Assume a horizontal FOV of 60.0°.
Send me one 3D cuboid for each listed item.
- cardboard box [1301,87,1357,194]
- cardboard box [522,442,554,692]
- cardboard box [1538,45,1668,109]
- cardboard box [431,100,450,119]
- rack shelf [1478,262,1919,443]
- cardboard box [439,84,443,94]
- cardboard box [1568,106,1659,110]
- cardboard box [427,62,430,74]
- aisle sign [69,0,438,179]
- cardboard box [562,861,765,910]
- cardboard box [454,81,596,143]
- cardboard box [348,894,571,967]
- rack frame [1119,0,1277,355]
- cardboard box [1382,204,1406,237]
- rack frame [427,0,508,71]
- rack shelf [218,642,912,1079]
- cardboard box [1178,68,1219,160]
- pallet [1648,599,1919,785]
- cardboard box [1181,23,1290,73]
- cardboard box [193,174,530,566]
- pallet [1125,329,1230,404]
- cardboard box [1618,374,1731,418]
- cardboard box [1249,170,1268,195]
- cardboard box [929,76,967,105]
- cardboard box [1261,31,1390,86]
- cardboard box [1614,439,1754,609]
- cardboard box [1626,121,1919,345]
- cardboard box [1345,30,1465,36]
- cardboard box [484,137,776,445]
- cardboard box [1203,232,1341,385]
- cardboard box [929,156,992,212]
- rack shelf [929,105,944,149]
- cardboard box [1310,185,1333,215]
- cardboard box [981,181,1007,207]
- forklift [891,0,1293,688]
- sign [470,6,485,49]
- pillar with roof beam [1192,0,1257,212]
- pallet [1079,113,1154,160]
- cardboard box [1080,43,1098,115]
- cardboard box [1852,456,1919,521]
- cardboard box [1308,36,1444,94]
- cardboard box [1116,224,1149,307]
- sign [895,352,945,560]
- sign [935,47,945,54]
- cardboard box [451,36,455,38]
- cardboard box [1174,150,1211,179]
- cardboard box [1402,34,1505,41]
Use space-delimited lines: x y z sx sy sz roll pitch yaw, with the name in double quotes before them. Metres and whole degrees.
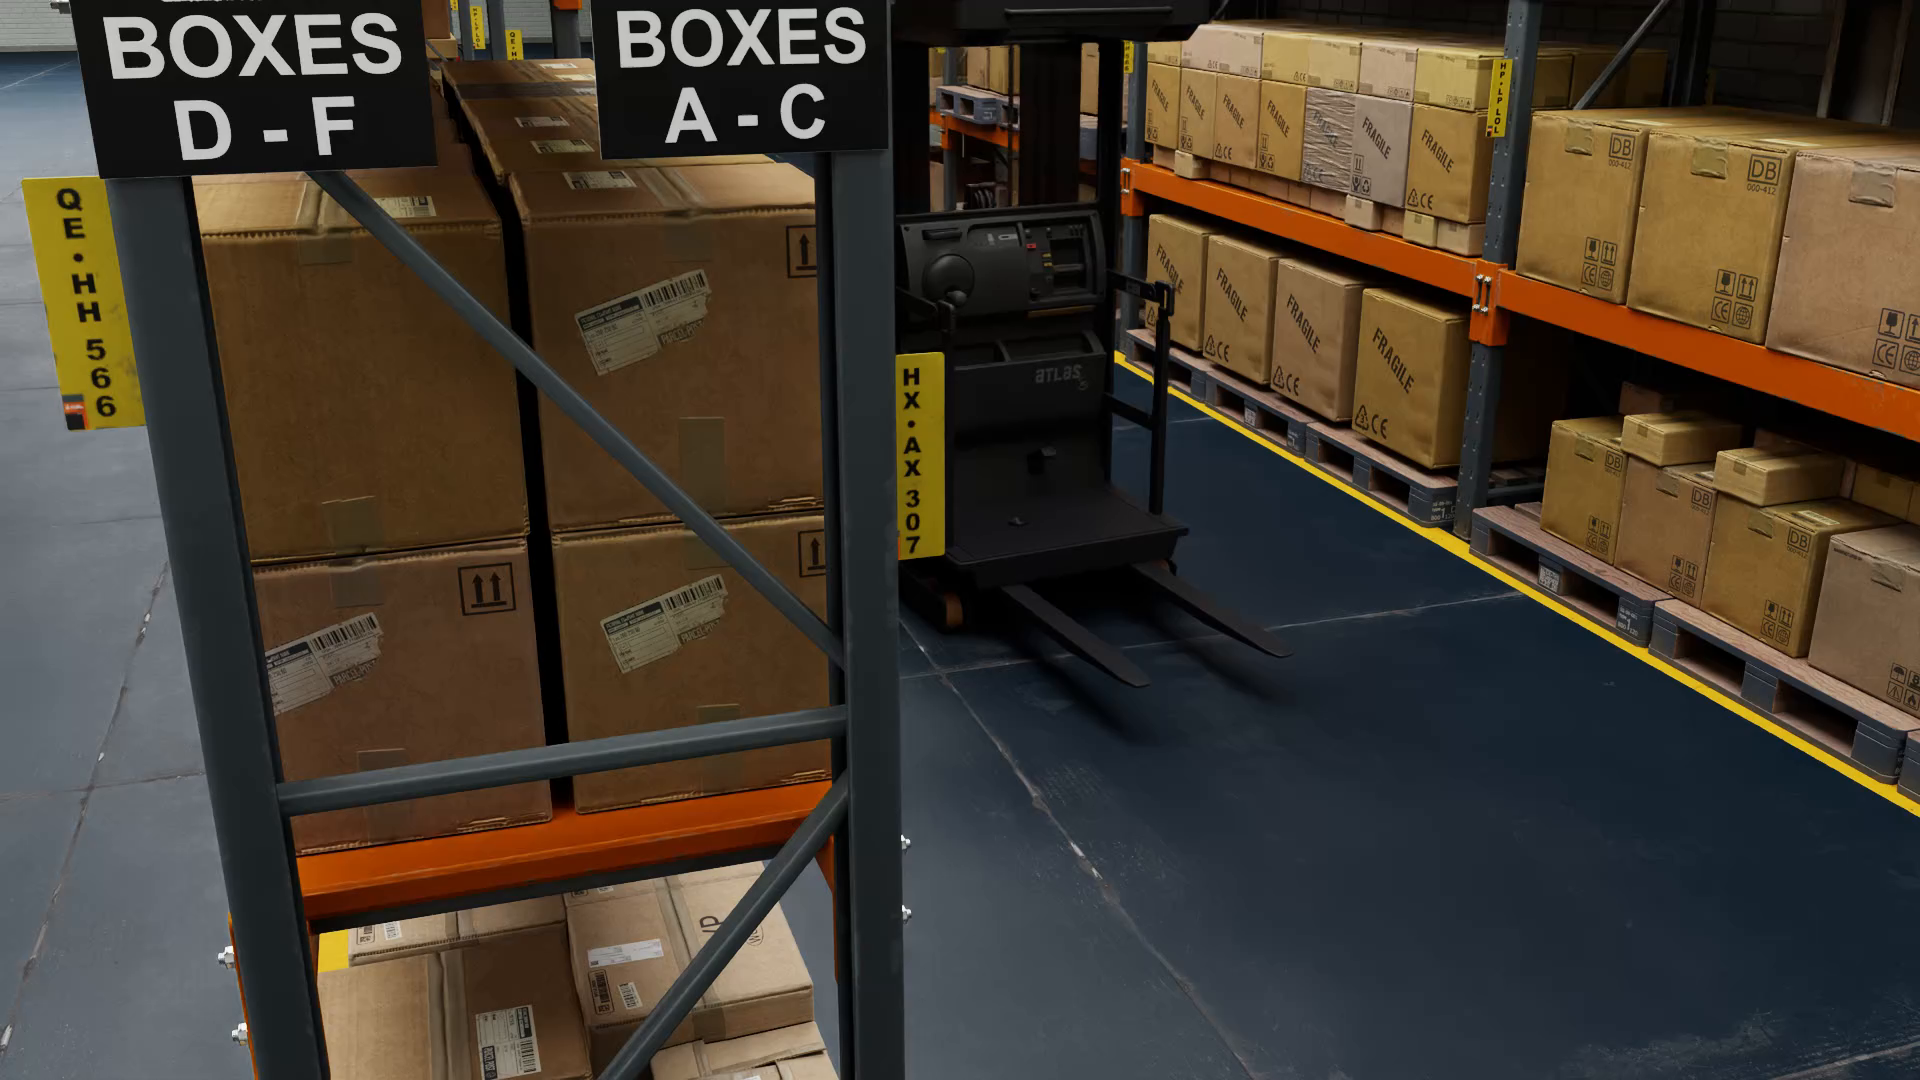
"cardboard box" 2.154 -2.114 8.746 0.500 0.500 0.500 -6 21 -17
"cardboard box" -0.643 -0.042 3.449 0.500 0.500 0.500 -7 21 -18
"cardboard box" 2.960 -2.196 7.865 0.500 0.250 0.500 -6 21 -16
"cardboard box" -1.476 -0.784 4.035 0.500 0.500 0.500 -6 21 -16
"rack shelf" 3.486 -0.491 5.909 1.077 0.370 4.000 -6 21 -17
"cardboard box" -2.690 -1.968 8.189 0.700 0.500 0.500 -3 20 -7
"cardboard box" 2.952 -1.842 7.990 0.500 0.500 0.500 -7 21 -19
"cardboard box" -1.963 -1.280 5.416 0.500 0.500 0.500 -6 21 -16
"aisle sign" -0.856 -0.829 1.941 0.394 0.787 0.004 -6 21 -17
"cardboard box" -0.803 0.902 4.386 0.500 0.250 0.500 -6 21 -17
"cardboard box" -1.117 -1.001 4.638 0.500 0.500 0.500 -6 21 -17
"cardboard box" -1.262 0.971 4.193 0.500 0.250 0.500 -6 21 -17
"rack frame" 1.600 -2.755 11.148 1.000 3.000 0.127 -6 21 -17
"cardboard box" 2.342 -1.607 8.295 0.380 0.149 0.250 -6 21 -16
"rack frame" -3.101 -2.227 9.680 1.000 3.000 0.127 -6 21 -17
"rack shelf" -1.215 0.037 4.441 1.077 0.370 4.000 -6 21 -17
"cardboard box" 1.666 -2.599 10.098 0.500 0.500 0.500 -6 21 -15
"pallet" 3.409 0.486 6.252 1.003 0.211 1.213 -6 21 -17
"cardboard box" 1.668 -2.959 9.989 0.500 0.250 0.500 -7 21 -18
"cardboard box" -0.988 -0.291 2.663 0.500 0.500 0.500 -7 21 -18
"pallet" 1.776 -1.181 10.893 1.003 0.211 1.213 -6 21 -17
"cardboard box" 3.138 -0.614 7.306 0.380 0.149 0.250 -7 21 -18
"cardboard box" 1.915 -2.106 9.684 0.380 0.149 0.250 -6 21 -16
"cardboard box" -0.094 -4.097 15.078 0.500 0.250 0.500 -6 21 -17
"cardboard box" 1.995 -2.635 9.090 0.500 0.250 0.500 -7 21 -18
"cardboard box" 3.150 -0.080 6.778 0.700 0.500 0.500 -7 21 -18
"cardboard box" 3.237 -1.202 6.381 0.980 0.700 0.700 -7 21 -19
"cardboard box" 2.467 -2.691 9.245 0.500 0.250 0.500 -7 21 -18
"cardboard box" -0.647 -0.515 3.286 0.500 0.500 0.500 -6 21 -17
"cardboard box" 1.976 -1.409 9.961 0.750 0.750 0.750 -6 21 -17
"cardboard box" -0.021 -3.398 15.986 0.500 0.500 0.500 -8 21 -21
"rack shelf" -0.286 -4.342 16.631 1.077 0.370 4.000 -6 21 -17
"cardboard box" 2.125 -1.853 8.980 0.380 0.149 0.250 -7 21 -19
"cardboard box" 0.590 -2.835 14.418 0.700 0.500 0.500 -6 21 -15
"forklift" 0.283 -1.167 6.831 1.130 2.935 3.031 -9 22 -23
"sign" -3.846 -4.079 13.240 0.100 0.325 0.005 -6 21 -17
"pillar with roof beam" -2.074 -5.630 10.278 9.100 9.000 0.400 -6 21 -17
"pallet" 1.275 -2.882 11.786 1.213 0.211 1.003 -6 21 -17
"cardboard box" 1.242 -3.335 11.965 0.700 0.500 0.500 -8 21 -22
"cardboard box" 3.550 -0.197 6.145 0.380 0.149 0.250 -7 21 -18
"cardboard box" 2.156 -2.472 8.634 0.500 0.250 0.500 -6 21 -16
"cardboard box" 1.324 -2.011 12.125 0.700 0.500 0.500 -6 21 -16
"sign" -0.072 -0.125 2.547 0.100 0.325 0.005 -6 21 -17
"sign" -0.170 -4.386 14.409 0.100 0.325 0.005 -6 21 -17
"cardboard box" -4.338 -4.050 13.649 0.380 0.149 0.250 -6 21 -16
"cardboard box" 1.558 -2.340 10.335 0.380 0.149 0.250 -6 21 -16
"cardboard box" 2.627 -2.523 8.777 0.500 0.250 0.500 -7 21 -19
